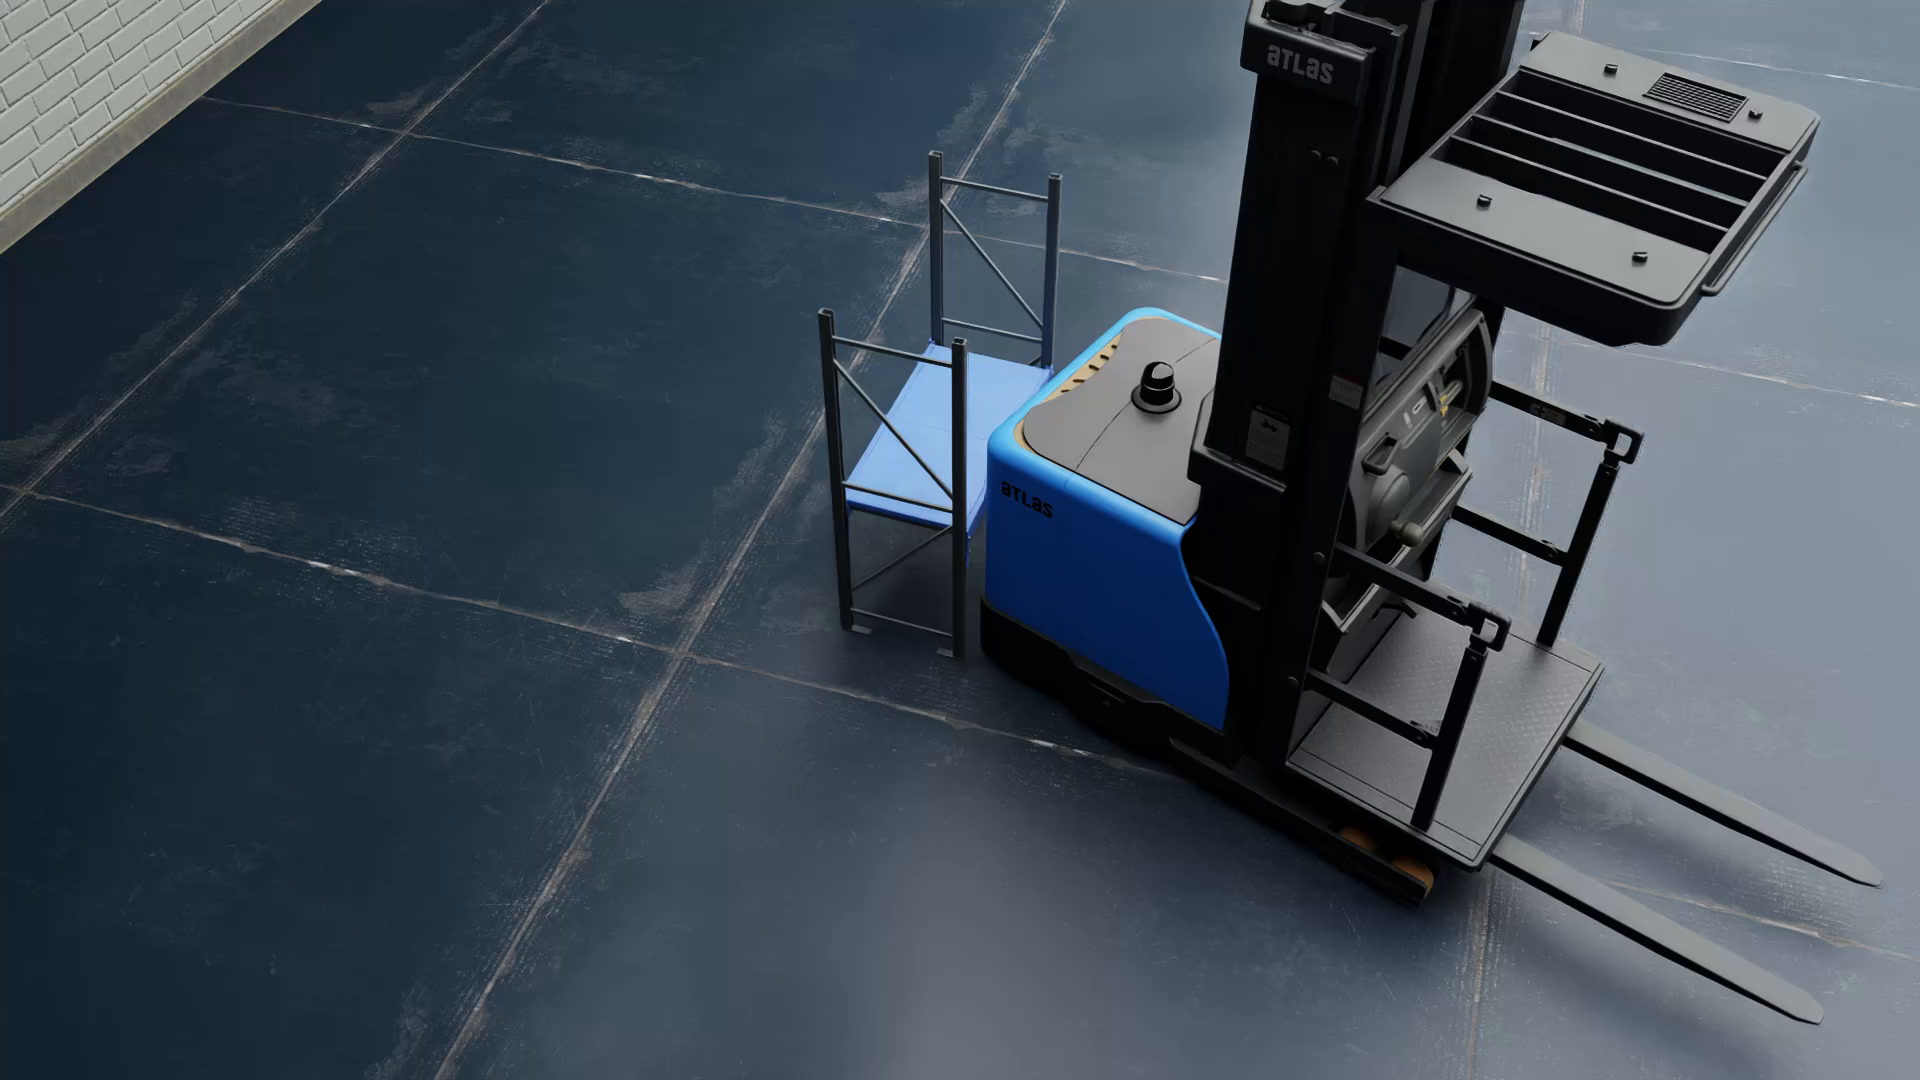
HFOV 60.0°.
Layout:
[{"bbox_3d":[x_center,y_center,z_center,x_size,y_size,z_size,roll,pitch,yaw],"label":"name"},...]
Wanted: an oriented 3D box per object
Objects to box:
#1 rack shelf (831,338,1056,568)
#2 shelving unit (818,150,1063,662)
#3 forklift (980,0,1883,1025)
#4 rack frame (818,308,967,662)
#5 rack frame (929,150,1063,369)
[{"bbox_3d":[-0.045,-0.352,6.294,0.538,0.185,1.000,14,46,14],"label":"rack shelf"},{"bbox_3d":[-0.045,-0.480,6.168,0.538,1.500,1.048,14,46,14],"label":"shelving unit"},{"bbox_3d":[1.557,-0.269,4.929,3.031,2.935,1.130,28,51,26],"label":"forklift"},{"bbox_3d":[-0.217,-0.145,5.826,0.500,1.500,0.032,14,46,14],"label":"rack frame"},{"bbox_3d":[0.127,-0.815,6.510,0.500,1.500,0.032,14,46,14],"label":"rack frame"}]
